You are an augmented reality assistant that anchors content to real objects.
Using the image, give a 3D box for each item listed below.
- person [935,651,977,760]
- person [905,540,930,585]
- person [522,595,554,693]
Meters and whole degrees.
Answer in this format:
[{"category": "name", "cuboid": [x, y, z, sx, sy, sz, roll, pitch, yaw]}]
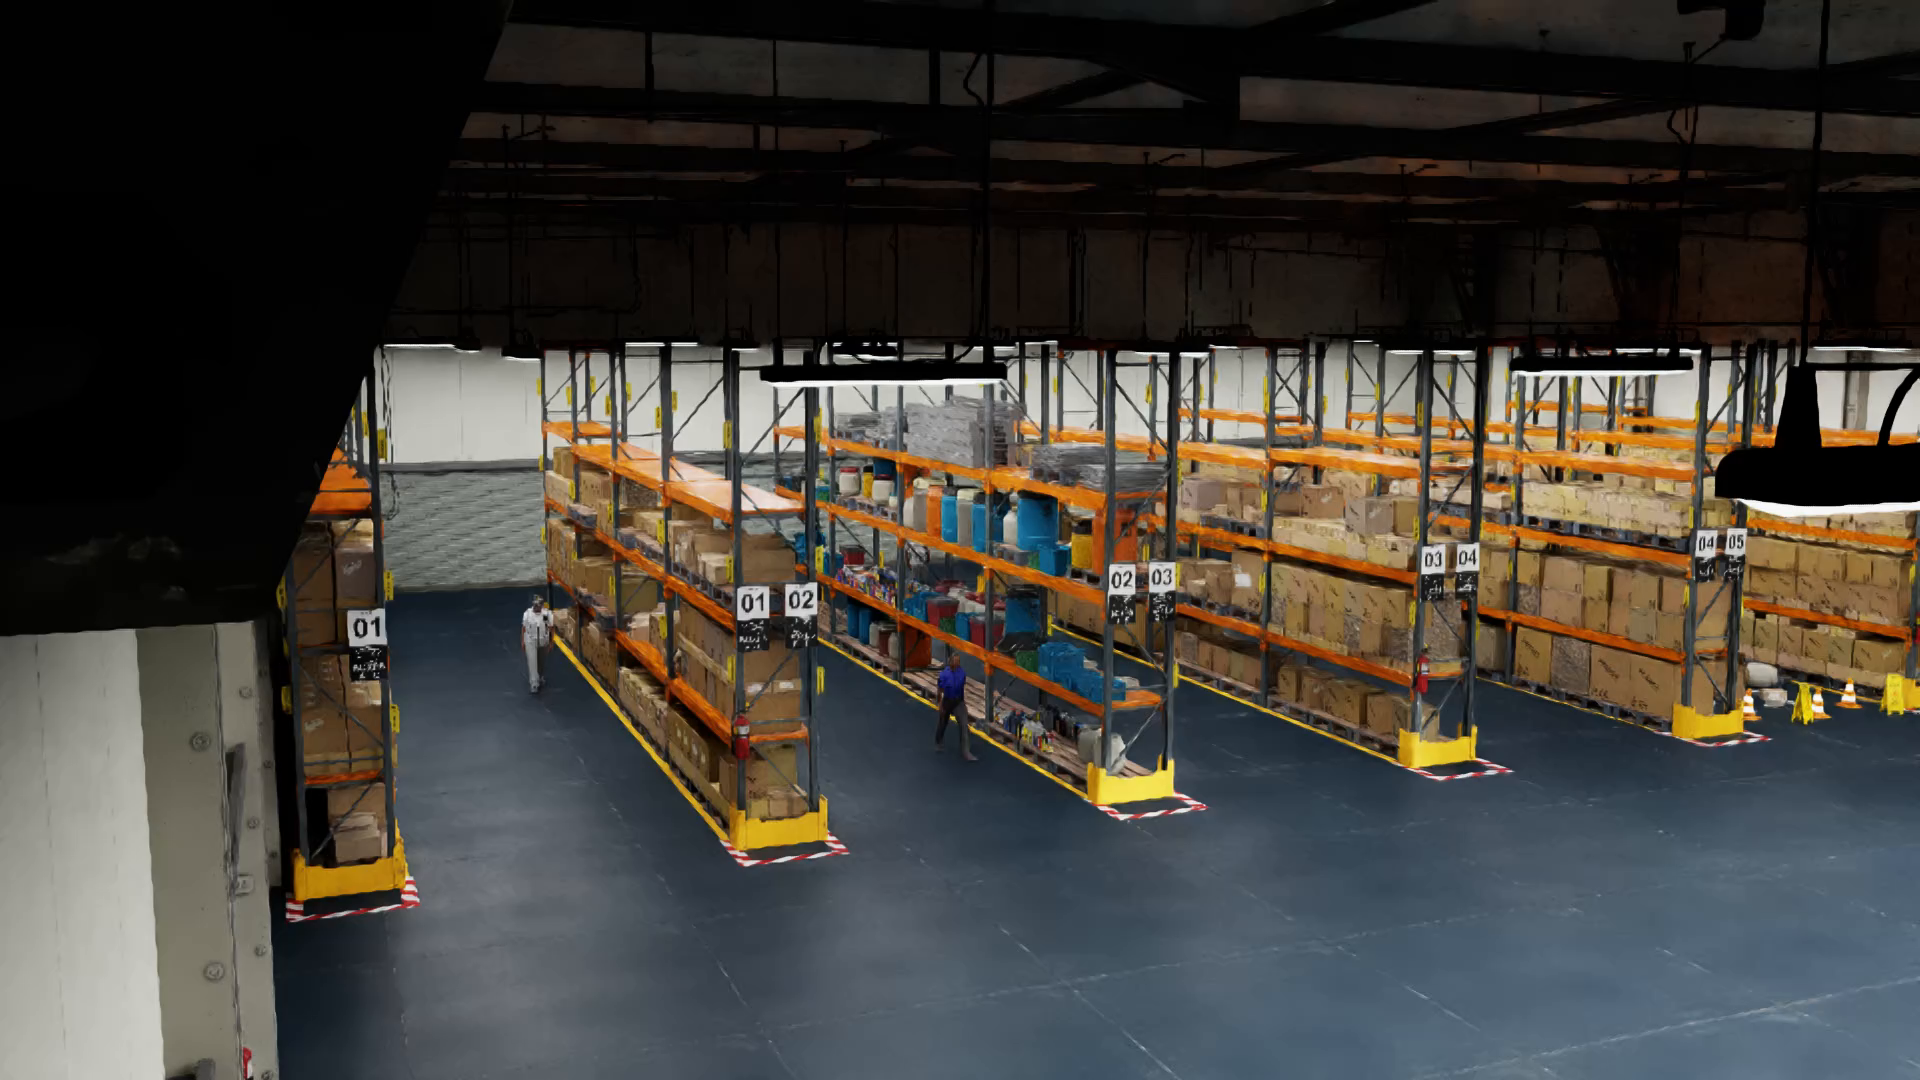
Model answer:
[{"category": "person", "cuboid": [-0.114, 2.386, 24.277, 0.447, 1.574, 1.088, -3, 8, -19]}, {"category": "person", "cuboid": [-0.973, 0.557, 38.301, 0.592, 1.625, 0.532, -3, 8, -24]}, {"category": "person", "cuboid": [-7.273, 1.753, 28.735, 0.540, 1.676, 1.120, -3, 8, -24]}]
